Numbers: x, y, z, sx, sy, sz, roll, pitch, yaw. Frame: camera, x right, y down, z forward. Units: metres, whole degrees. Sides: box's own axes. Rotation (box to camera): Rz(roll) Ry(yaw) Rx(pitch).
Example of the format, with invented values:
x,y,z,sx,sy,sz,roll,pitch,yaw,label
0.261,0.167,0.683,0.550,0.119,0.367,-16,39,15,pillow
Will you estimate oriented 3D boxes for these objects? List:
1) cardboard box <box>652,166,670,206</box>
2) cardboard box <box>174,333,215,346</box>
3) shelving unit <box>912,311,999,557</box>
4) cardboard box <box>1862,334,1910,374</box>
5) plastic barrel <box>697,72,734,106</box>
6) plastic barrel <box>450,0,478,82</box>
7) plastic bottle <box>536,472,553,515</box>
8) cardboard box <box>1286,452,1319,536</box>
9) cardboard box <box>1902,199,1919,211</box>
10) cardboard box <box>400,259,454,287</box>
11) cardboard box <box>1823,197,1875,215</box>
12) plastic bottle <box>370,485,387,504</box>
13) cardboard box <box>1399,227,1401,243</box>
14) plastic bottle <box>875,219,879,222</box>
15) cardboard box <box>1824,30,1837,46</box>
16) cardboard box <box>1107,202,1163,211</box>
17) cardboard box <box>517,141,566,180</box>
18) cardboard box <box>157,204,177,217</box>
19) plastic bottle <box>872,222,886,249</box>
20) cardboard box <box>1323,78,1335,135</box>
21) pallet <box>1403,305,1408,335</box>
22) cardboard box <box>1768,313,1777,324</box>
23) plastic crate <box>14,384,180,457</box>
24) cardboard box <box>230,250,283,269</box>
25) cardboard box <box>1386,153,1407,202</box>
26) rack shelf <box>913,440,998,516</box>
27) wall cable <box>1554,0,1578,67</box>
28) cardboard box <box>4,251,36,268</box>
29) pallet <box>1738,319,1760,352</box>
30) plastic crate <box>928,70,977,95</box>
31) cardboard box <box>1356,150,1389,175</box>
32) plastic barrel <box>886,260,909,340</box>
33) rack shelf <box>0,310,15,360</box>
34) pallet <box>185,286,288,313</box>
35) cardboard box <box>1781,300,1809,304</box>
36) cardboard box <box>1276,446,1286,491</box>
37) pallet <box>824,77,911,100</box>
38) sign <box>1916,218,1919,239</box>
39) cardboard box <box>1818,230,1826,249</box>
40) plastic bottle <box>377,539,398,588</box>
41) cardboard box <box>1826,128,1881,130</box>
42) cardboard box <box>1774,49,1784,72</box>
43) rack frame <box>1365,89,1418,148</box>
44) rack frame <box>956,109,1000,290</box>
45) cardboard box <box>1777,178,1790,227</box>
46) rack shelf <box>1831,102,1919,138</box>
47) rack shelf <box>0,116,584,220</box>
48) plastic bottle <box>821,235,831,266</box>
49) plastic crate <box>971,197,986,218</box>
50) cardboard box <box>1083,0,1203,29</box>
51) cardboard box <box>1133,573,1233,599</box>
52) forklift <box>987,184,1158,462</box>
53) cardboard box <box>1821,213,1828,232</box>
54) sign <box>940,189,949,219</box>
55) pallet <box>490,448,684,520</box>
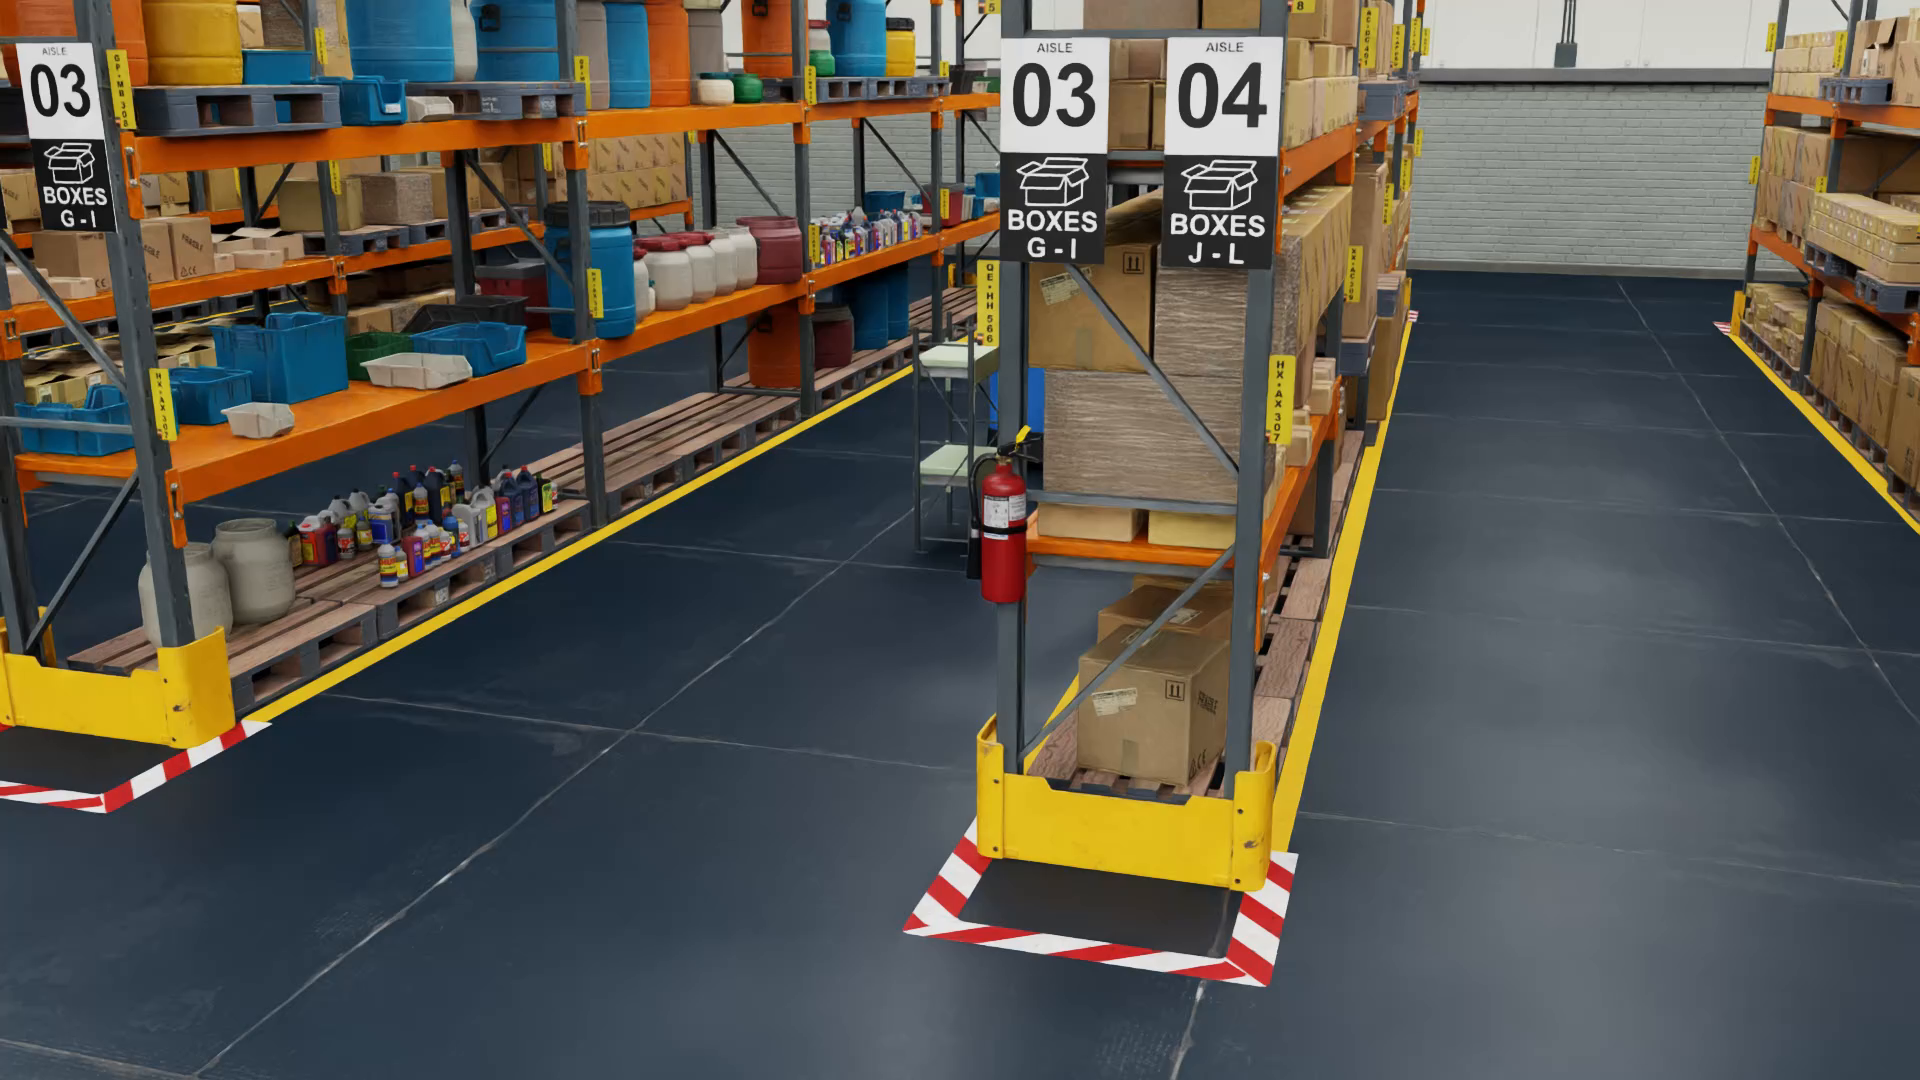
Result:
x,y,z,sx,sy,sz,roll,pitch,yaw,label
-4.320,-4.865,22.802,0.500,0.500,0.500,5,17,16,cardboard box
-6.783,-1.723,15.148,0.500,0.311,0.500,5,16,16,cardboard box
-0.002,-0.720,11.119,0.431,1.500,0.755,5,16,16,shelving unit
7.717,-1.511,13.595,0.500,0.250,0.500,5,17,17,cardboard box
-1.972,-3.639,13.418,0.301,0.262,0.301,0,16,0,plastic barrel
-3.282,-3.168,10.531,0.421,0.512,0.421,0,16,0,plastic barrel
-2.792,-0.320,11.133,0.061,0.283,0.133,5,17,19,plastic bottle
1.973,-0.351,10.843,0.700,0.500,0.500,3,16,12,cardboard box
8.700,-2.974,14.918,0.380,0.149,0.250,4,16,14,cardboard box
-6.101,-3.045,18.969,0.500,0.250,0.500,5,16,16,cardboard box
8.076,-3.024,15.095,0.380,0.149,0.250,5,17,16,cardboard box
-3.739,-0.203,10.720,0.061,0.283,0.133,5,17,18,plastic bottle
4.529,-3.275,17.839,0.380,0.149,0.250,4,16,14,cardboard box
-0.872,-3.247,17.515,0.097,0.271,0.097,0,16,0,plastic bottle
8.699,-4.908,16.267,0.380,0.149,0.250,5,16,16,cardboard box
0.991,-1.363,8.079,0.500,0.500,0.500,5,16,16,cardboard box
-5.042,-4.675,20.300,0.500,0.500,0.500,5,17,17,cardboard box
-10.070,-4.138,20.847,0.380,0.149,0.250,5,17,17,cardboard box
-0.851,-3.148,17.160,0.152,0.276,0.135,5,16,16,plastic bottle
1.454,-2.014,7.712,0.500,0.250,0.500,5,17,18,cardboard box
5.035,-2.765,20.692,1.003,0.211,1.213,5,16,16,pallet
9.241,-2.494,18.534,0.380,0.149,0.250,4,16,13,cardboard box
-4.253,-0.603,8.230,0.499,0.251,0.616,5,16,16,plastic crate
-6.573,-2.621,15.532,0.380,0.149,0.250,5,16,16,cardboard box
4.580,-3.941,18.082,0.500,0.500,0.500,5,16,16,cardboard box
-0.002,-0.406,11.208,0.431,0.370,0.720,5,16,16,rack shelf
10.099,-9.968,24.086,2.277,5.999,0.120,5,16,16,wall cable
-10.743,-2.960,19.439,0.750,0.750,0.750,5,16,16,cardboard box
9.628,-2.340,19.192,1.003,0.211,1.213,5,16,16,pallet
-0.082,-5.344,19.414,0.497,0.269,0.590,5,16,16,plastic crate
3.877,-3.639,16.639,0.797,0.503,0.637,4,16,14,cardboard box
-0.869,-2.711,18.467,0.600,0.901,0.708,5,16,16,plastic barrel
-8.288,-1.082,10.967,1.077,0.370,4.000,5,16,16,rack shelf
-9.905,-3.279,22.504,1.003,0.211,1.213,5,16,16,pallet
9.105,-2.498,18.004,0.380,0.149,0.250,5,16,16,cardboard box
1.254,-0.331,7.461,0.380,0.149,0.250,5,16,16,cardboard box
-1.146,-4.502,16.555,1.003,0.211,1.213,5,16,16,pallet
7.118,-2.377,12.235,0.100,0.325,0.005,5,16,16,sign
8.077,-2.740,15.184,0.380,0.149,0.250,5,17,16,cardboard box
-3.294,0.131,9.566,0.097,0.271,0.097,0,16,0,plastic bottle
9.879,-4.312,18.473,0.500,0.500,0.500,4,16,14,cardboard box
9.538,-5.425,18.821,0.500,0.250,0.500,5,17,17,cardboard box
5.188,-4.322,21.070,1.000,3.000,0.127,5,16,16,rack frame
0.439,-4.706,22.425,1.000,3.000,0.127,5,16,16,rack frame
9.104,-3.603,17.808,0.500,0.500,0.500,4,16,14,cardboard box
8.209,-3.438,13.776,1.077,0.370,4.000,5,16,16,rack shelf
-3.540,-2.140,9.200,1.077,0.370,4.000,5,16,16,rack shelf
-1.264,-2.728,15.663,0.061,0.283,0.133,5,16,16,plastic bottle
0.101,-4.097,20.475,0.416,0.233,0.300,5,16,16,plastic crate
0.839,-2.436,7.279,0.500,0.500,0.500,5,16,16,cardboard box
1.167,0.381,8.300,0.500,0.500,0.500,6,17,21,cardboard box
1.183,-2.347,14.231,1.130,2.935,3.031,5,17,18,forklift
8.080,-2.886,15.153,0.380,0.149,0.250,5,17,17,cardboard box
-0.171,-3.750,18.545,0.100,0.325,0.005,5,16,16,sign
-2.785,-0.434,12.471,1.003,0.211,1.213,5,16,16,pallet
